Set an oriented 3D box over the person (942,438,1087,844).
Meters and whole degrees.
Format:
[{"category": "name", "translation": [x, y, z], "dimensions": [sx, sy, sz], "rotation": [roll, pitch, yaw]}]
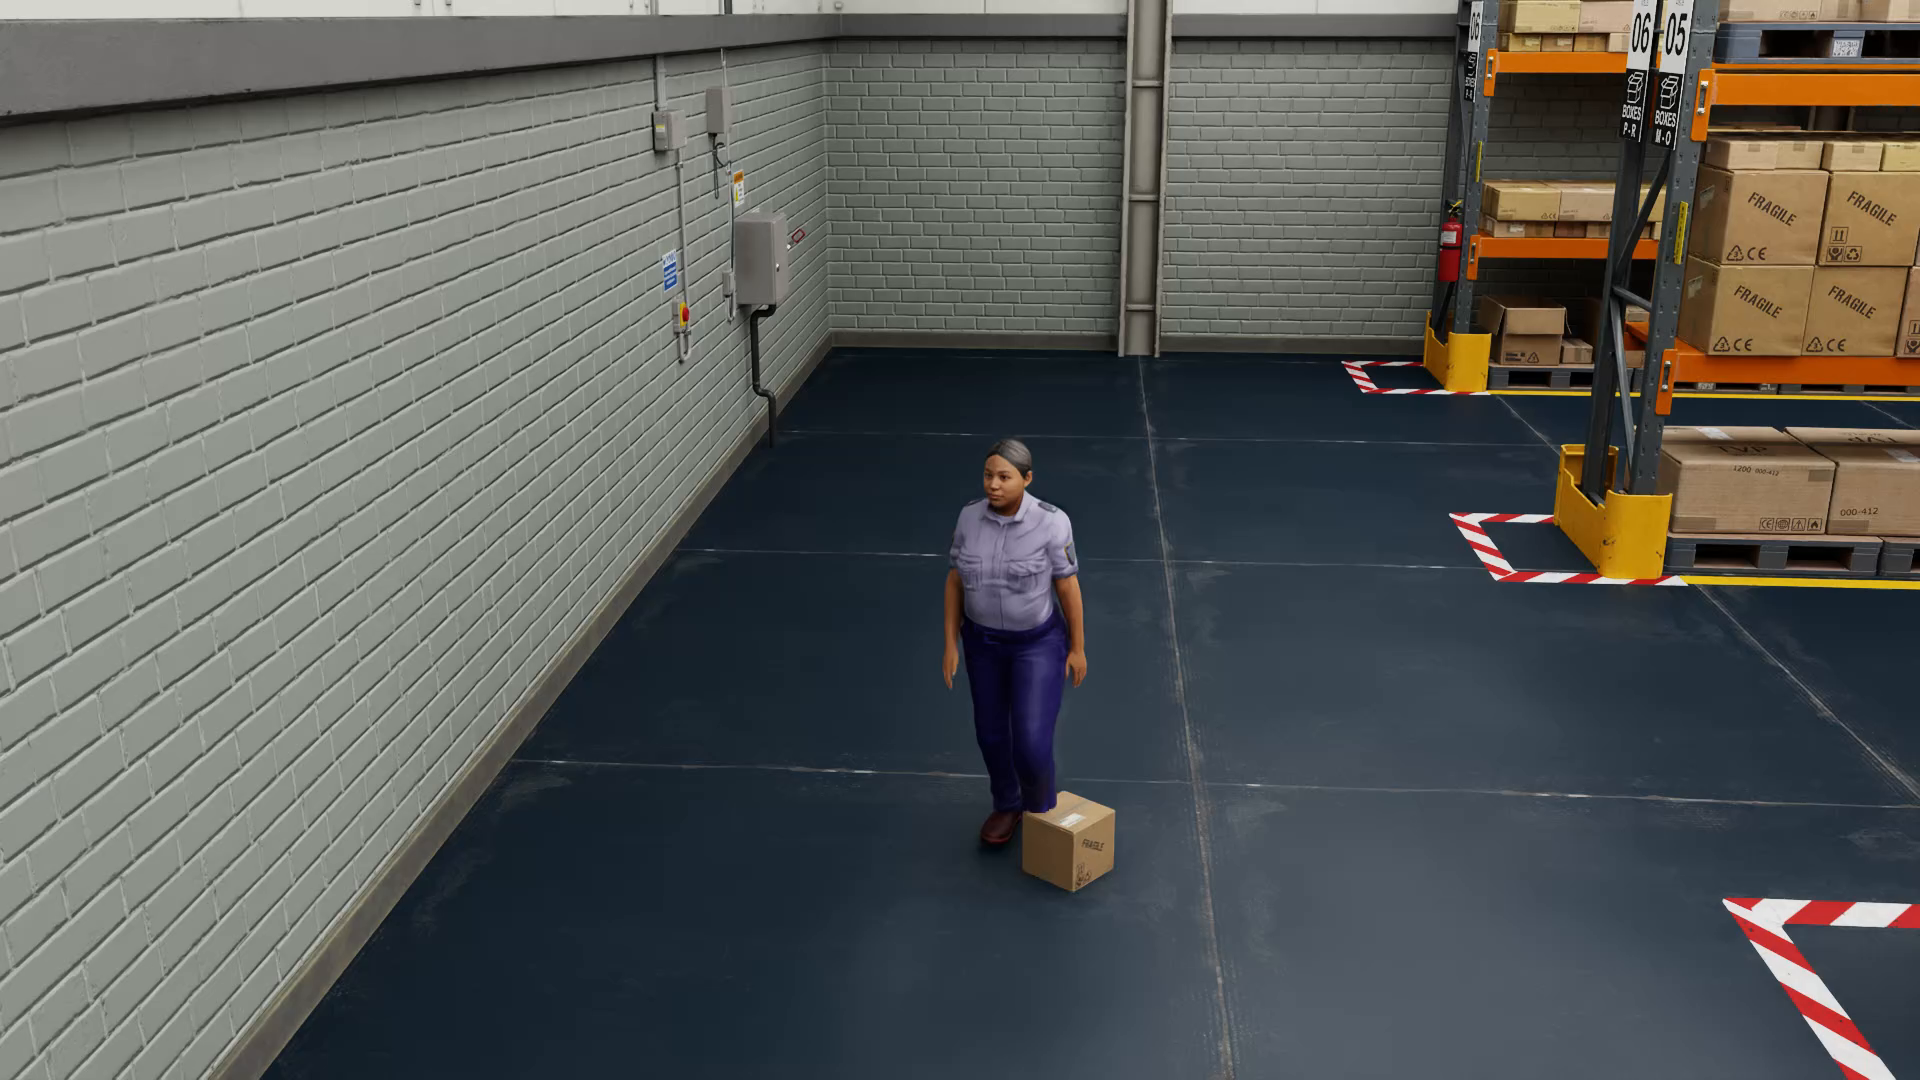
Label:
[{"category": "person", "translation": [0.196, 0.434, 6.221], "dimensions": [0.519, 1.684, 0.520], "rotation": [8, 19, 25]}]
